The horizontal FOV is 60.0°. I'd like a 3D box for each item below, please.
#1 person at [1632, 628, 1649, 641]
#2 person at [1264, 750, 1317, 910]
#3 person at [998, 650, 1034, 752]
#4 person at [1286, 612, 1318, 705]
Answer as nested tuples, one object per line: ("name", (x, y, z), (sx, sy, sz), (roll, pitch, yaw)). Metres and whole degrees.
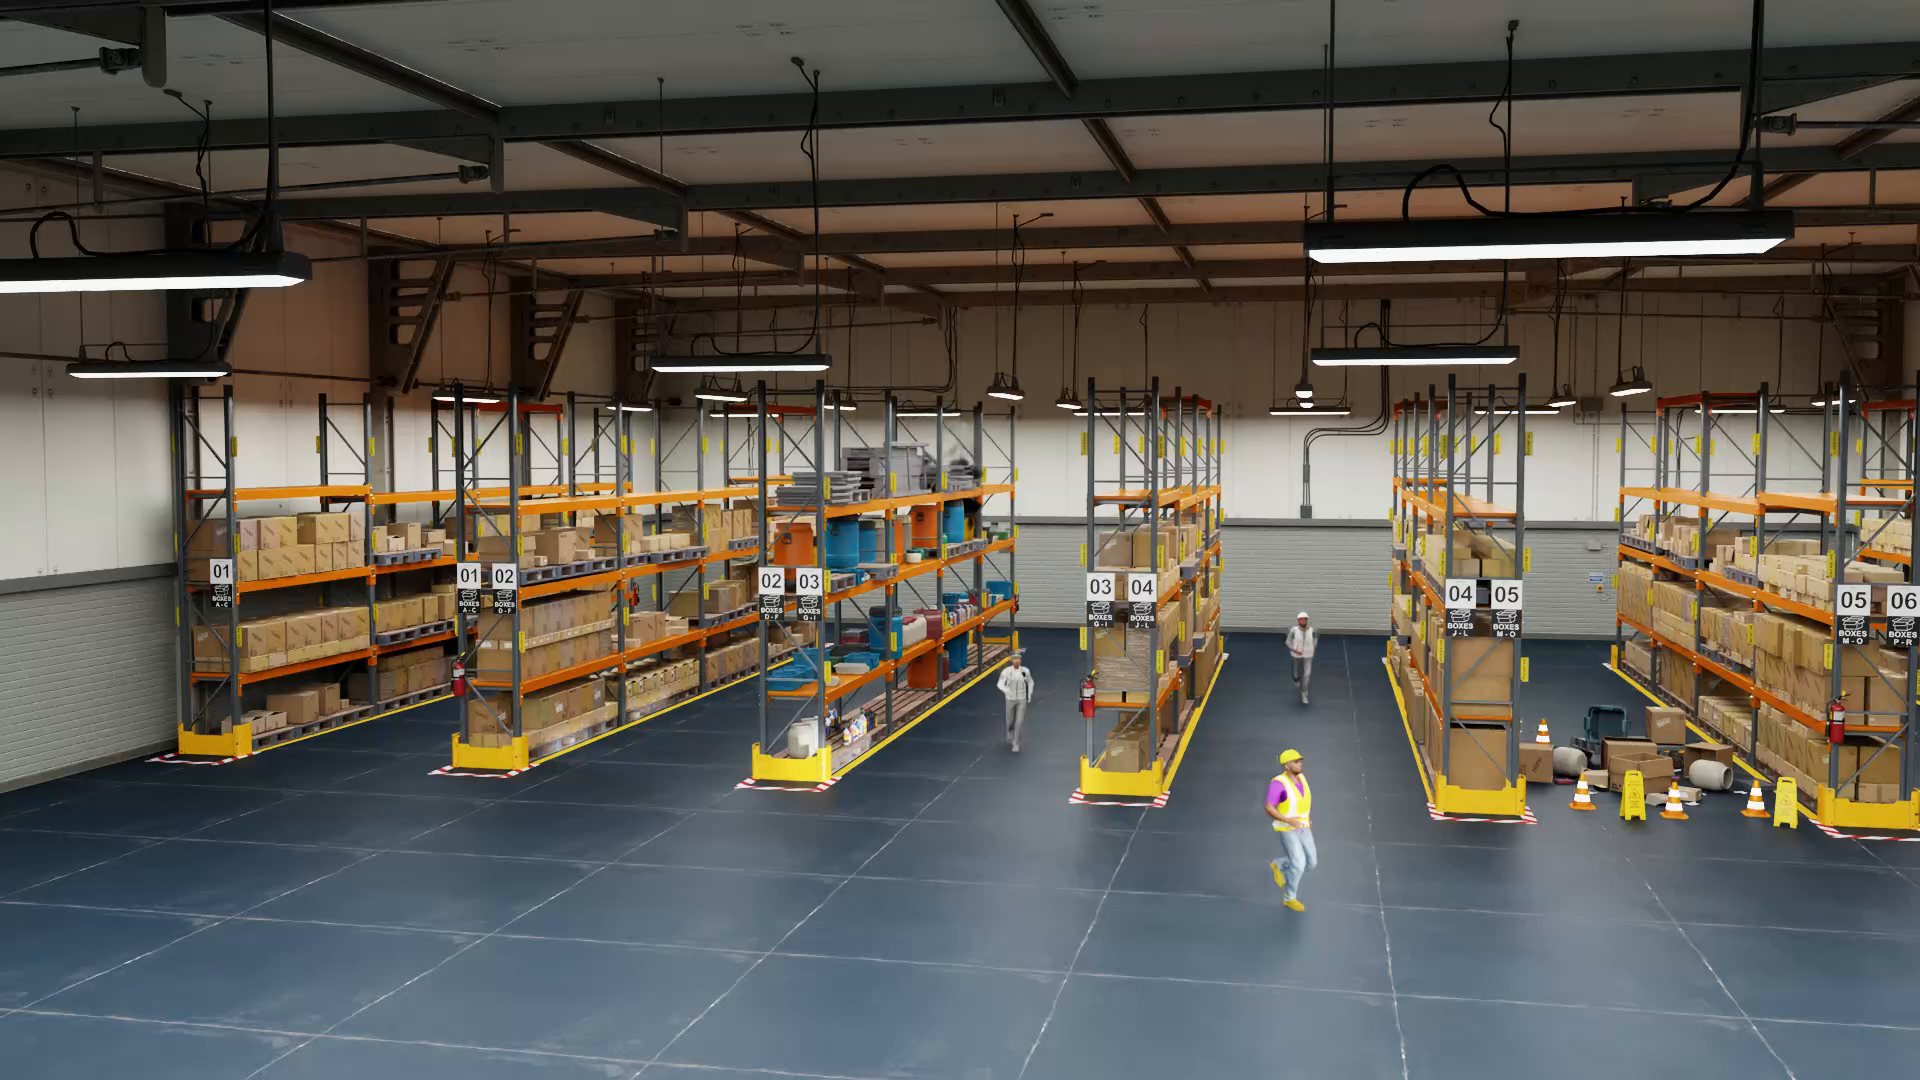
("person", (15.862, 1.945, 38.775), (0.680, 1.776, 0.909), (-3, 4, -41))
("person", (3.592, 3.137, 18.109), (0.736, 1.723, 0.613), (-3, 4, -43))
("person", (0.927, 2.633, 27.445), (0.619, 1.663, 0.684), (0, 3, -3))
("person", (6.747, 2.306, 32.842), (0.632, 1.769, 1.095), (1, 3, 10))
